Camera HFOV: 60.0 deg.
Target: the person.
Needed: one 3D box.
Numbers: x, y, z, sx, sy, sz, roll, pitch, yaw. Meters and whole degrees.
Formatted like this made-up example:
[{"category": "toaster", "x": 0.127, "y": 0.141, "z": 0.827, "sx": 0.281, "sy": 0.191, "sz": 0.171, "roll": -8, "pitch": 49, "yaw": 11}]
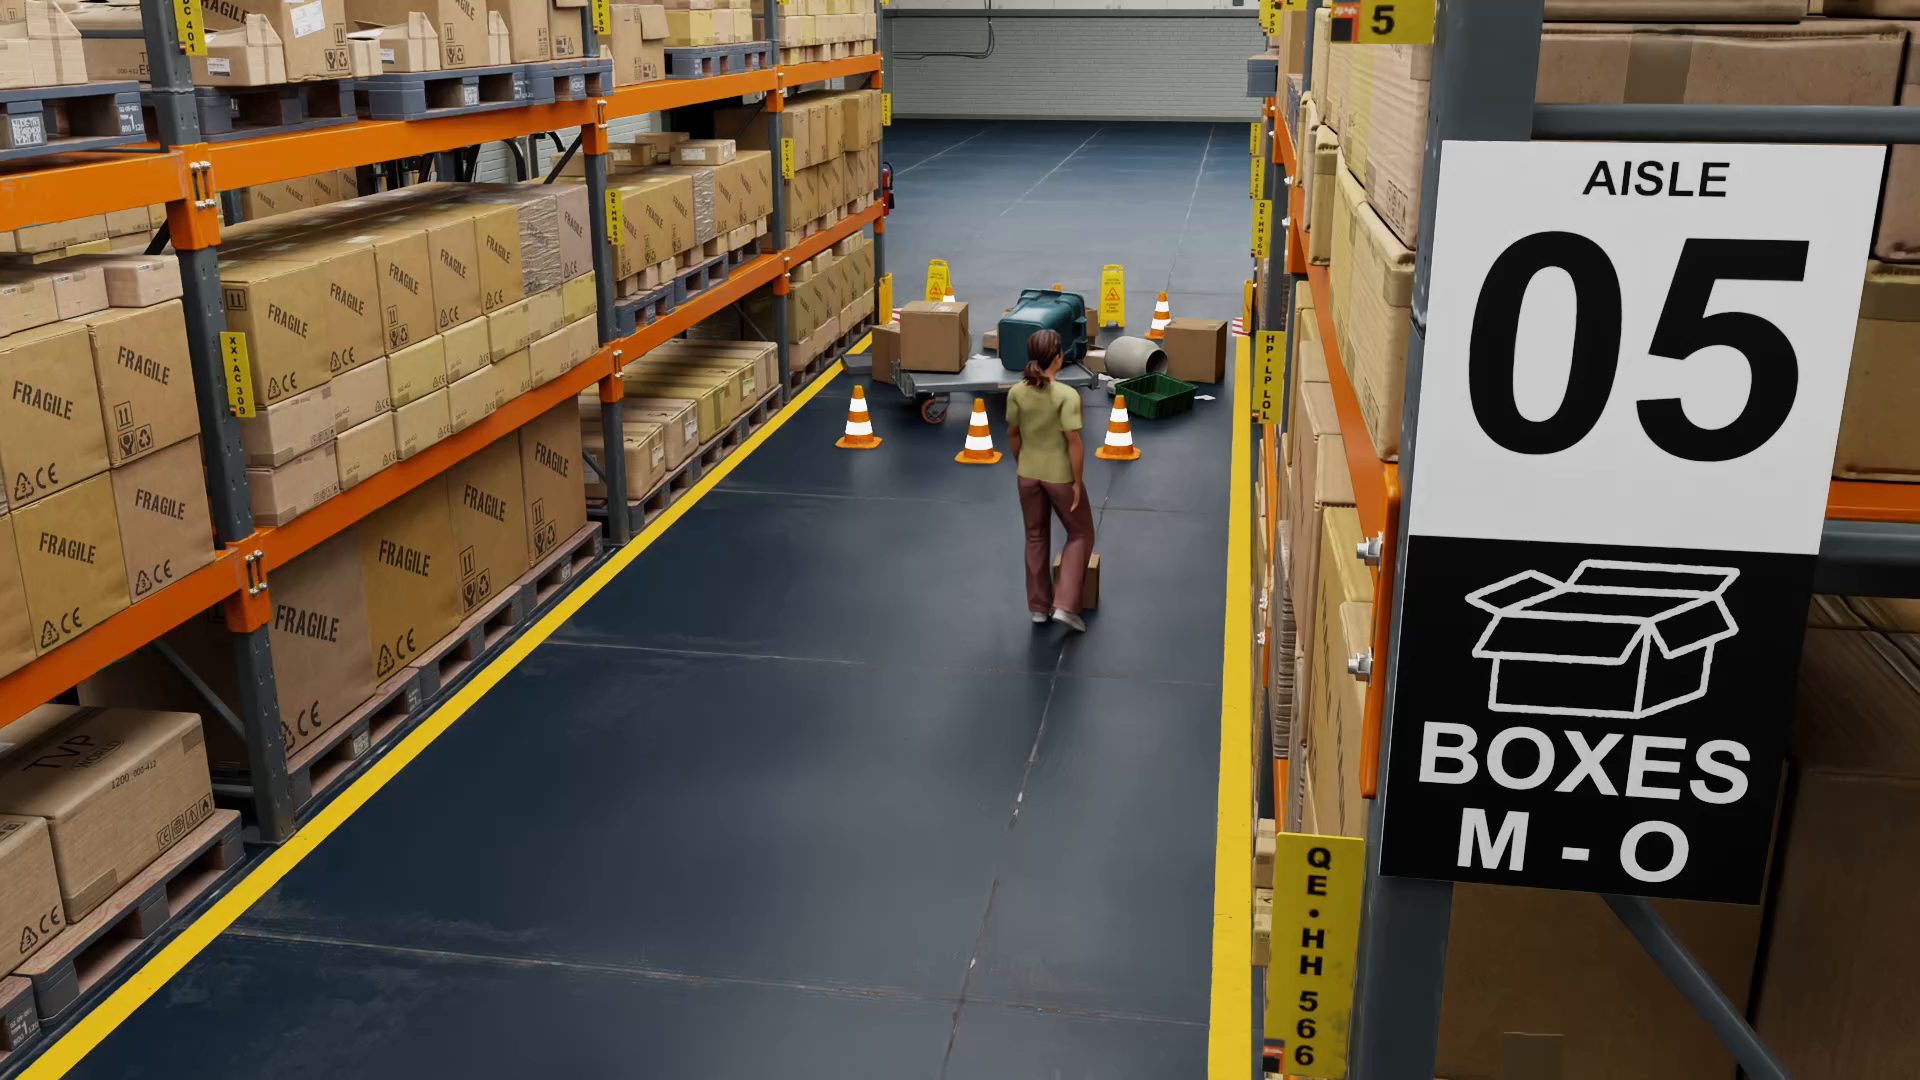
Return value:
[{"category": "person", "x": 0.492, "y": -0.316, "z": 9.023, "sx": 0.467, "sy": 1.697, "sz": 0.529, "roll": 8, "pitch": 20, "yaw": 23}]
